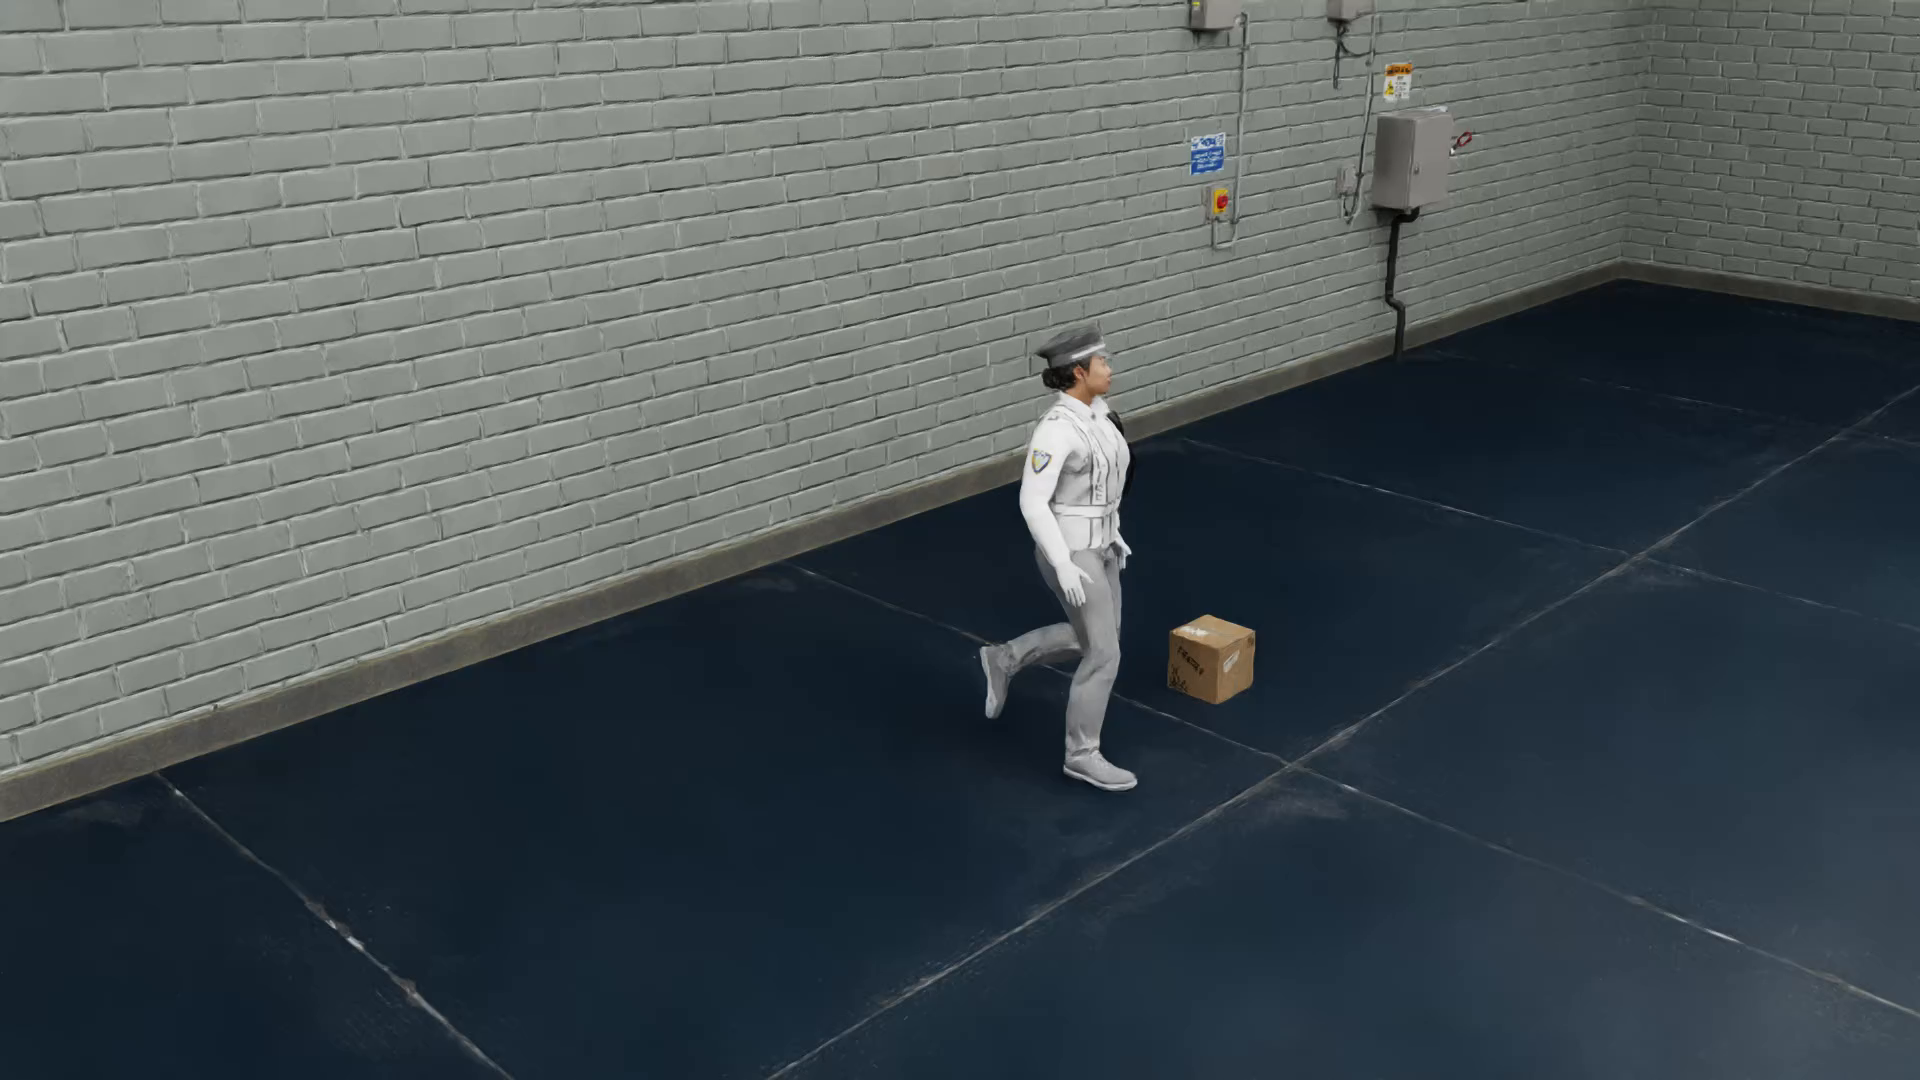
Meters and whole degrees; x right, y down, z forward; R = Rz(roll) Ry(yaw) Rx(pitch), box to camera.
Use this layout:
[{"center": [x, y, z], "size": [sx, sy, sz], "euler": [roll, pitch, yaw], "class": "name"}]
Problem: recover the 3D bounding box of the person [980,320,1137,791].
[{"center": [0.387, 0.024, 6.039], "size": [0.678, 1.640, 0.624], "euler": [7, 22, 17], "class": "person"}]
